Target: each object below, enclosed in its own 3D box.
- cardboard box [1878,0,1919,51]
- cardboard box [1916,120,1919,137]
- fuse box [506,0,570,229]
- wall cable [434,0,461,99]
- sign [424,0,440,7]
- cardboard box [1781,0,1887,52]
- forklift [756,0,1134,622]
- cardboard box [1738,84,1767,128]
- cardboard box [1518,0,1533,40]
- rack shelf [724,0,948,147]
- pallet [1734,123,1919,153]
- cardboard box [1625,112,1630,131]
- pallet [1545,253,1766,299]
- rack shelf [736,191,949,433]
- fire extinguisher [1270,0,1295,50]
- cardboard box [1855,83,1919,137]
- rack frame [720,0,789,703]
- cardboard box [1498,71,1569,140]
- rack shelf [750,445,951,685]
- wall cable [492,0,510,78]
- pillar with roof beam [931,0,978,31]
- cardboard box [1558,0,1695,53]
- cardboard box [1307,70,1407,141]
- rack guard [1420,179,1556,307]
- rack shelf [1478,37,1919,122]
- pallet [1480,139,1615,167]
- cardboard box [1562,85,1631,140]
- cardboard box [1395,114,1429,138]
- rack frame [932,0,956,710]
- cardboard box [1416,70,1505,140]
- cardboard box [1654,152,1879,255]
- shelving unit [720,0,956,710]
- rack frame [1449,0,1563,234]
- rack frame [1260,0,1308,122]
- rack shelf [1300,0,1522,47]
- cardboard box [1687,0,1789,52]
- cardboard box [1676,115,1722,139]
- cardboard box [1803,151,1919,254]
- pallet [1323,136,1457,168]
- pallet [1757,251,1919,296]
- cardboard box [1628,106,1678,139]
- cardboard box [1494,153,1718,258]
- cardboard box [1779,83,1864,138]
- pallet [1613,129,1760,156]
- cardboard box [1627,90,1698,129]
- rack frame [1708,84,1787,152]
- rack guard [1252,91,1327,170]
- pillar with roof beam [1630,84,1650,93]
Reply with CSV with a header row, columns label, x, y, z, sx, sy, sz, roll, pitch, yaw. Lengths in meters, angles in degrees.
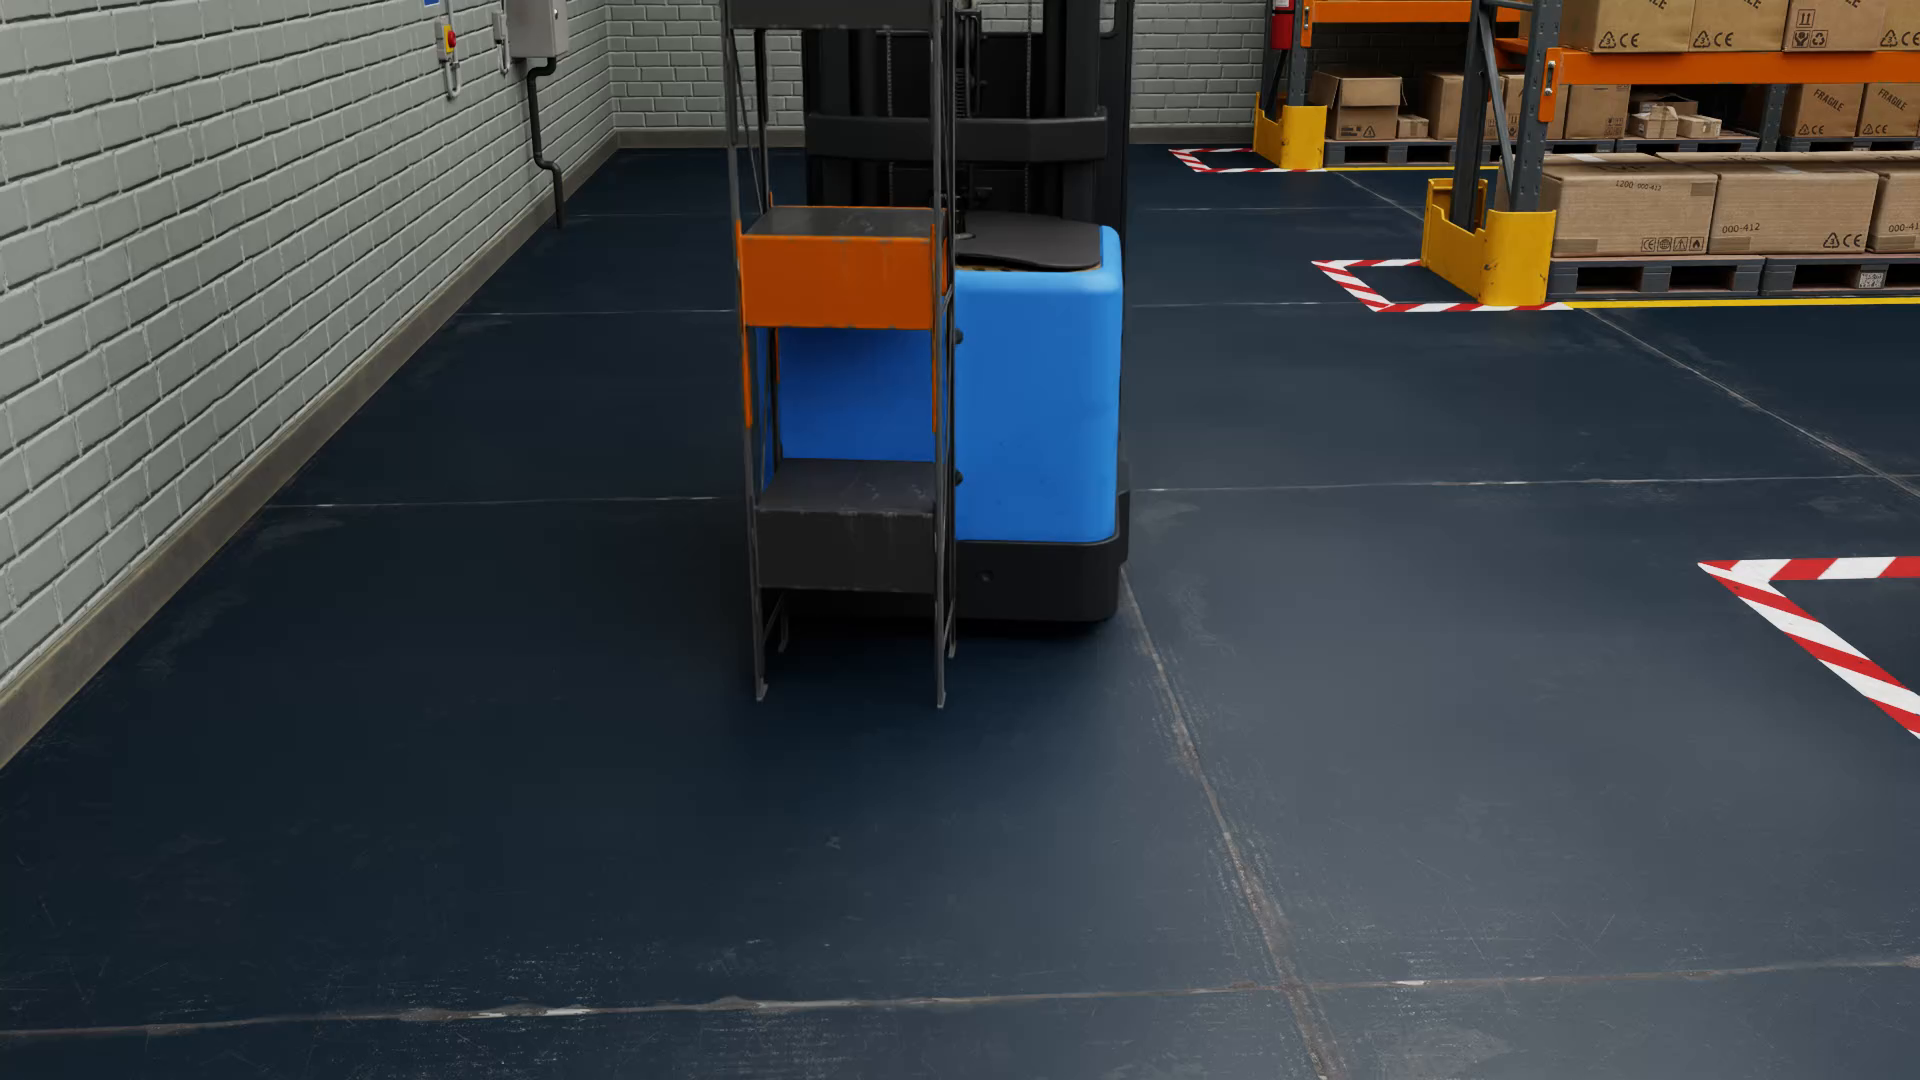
label,x,y,z,sx,sy,sz,roll,pitch,yaw
cardboard box,4.982,-2.857,8.768,0.500,0.500,0.500,0,21,-1
cardboard box,8.207,-3.687,14.013,0.500,0.500,0.500,-2,21,-5
fuse box,-2.627,-2.886,10.797,0.414,1.711,0.539,-1,21,-3
wall cable,-2.653,-3.229,8.414,0.123,1.953,0.585,-1,21,-3
sign,-2.711,-2.847,8.504,0.001,0.218,0.327,-1,21,-3
cardboard box,4.483,-2.841,8.726,0.500,0.500,0.500,-1,21,-3
forklift,0.041,-1.614,5.740,1.130,2.935,3.031,2,21,4
cardboard box,7.155,-3.850,14.439,0.500,0.500,0.500,-1,21,-3
cardboard box,3.442,-3.013,9.177,0.500,0.500,0.500,-1,21,-3
rack shelf,-0.282,-1.240,3.986,0.480,0.518,0.431,2,22,5
pallet,7.492,-3.433,14.342,1.213,0.211,1.003,-1,21,-3
cardboard box,5.576,-3.632,14.362,0.250,0.149,0.380,-1,21,-4
pallet,3.769,-1.603,9.534,1.213,0.211,1.003,-1,21,-3
rack shelf,-0.281,-0.590,4.247,0.480,0.518,0.431,2,22,5
fire extinguisher,2.568,-4.248,13.195,0.183,0.674,0.296,-1,21,-3
cardboard box,7.708,-3.679,13.991,0.500,0.500,0.500,-1,21,-4
rack frame,-0.524,-0.611,4.262,0.015,2.100,0.400,2,22,5
cardboard box,4.693,-3.611,13.812,0.500,0.500,0.500,-1,21,-2
rack shelf,-0.280,0.059,4.508,0.480,0.518,0.431,2,22,5
wall cable,-2.746,-3.718,9.742,0.122,1.984,0.588,-1,21,-3
pillar with roof beam,0.191,-6.165,9.167,0.400,9.000,9.100,-1,21,-3
cardboard box,3.471,-2.817,8.662,0.500,0.500,0.500,-1,21,-3
cardboard box,3.304,-3.634,13.867,0.637,0.503,0.797,-2,21,-5
rack guard,2.951,-1.693,9.366,0.348,0.500,1.175,-1,21,-3
rack shelf,4.972,-2.566,9.157,4.000,0.370,1.077,-1,21,-3
pallet,4.775,-3.364,14.160,1.213,0.211,1.003,-1,21,-3
cardboard box,5.196,-3.657,13.933,0.500,0.500,0.700,-2,21,-5
cardboard box,3.731,-3.463,13.917,0.250,0.149,0.380,-2,21,-5
rack frame,-0.038,-0.595,4.222,0.015,2.100,0.400,2,22,5
cardboard box,4.160,-3.636,13.877,0.500,0.500,0.700,0,21,-1
cardboard box,4.542,-1.931,9.489,0.875,0.438,0.875,-1,21,-2
shelving unit,-0.281,-0.603,4.242,0.503,2.100,0.431,2,22,5
rack frame,2.975,-2.862,8.923,0.127,3.000,1.000,-1,21,-3
rack frame,2.688,-4.625,13.554,0.127,3.000,1.000,-1,21,-3
rack shelf,4.685,-4.330,13.788,4.000,0.370,1.077,-1,21,-3
cardboard box,3.974,-2.837,8.715,0.500,0.500,0.500,-1,21,-4
cardboard box,6.142,-3.455,13.896,0.250,0.149,0.380,-2,21,-5
cardboard box,5.442,-1.949,9.535,0.875,0.438,0.875,-2,21,-5
pallet,3.560,-3.340,14.097,1.213,0.211,1.003,-1,21,-3
pallet,4.984,-1.627,9.597,1.213,0.211,1.003,-1,21,-3
cardboard box,5.786,-3.502,13.856,0.258,0.266,0.396,0,21,-1
cardboard box,3.628,-1.910,9.432,0.875,0.438,0.875,-2,21,-5
cardboard box,7.177,-3.664,13.953,0.500,0.500,0.500,0,21,-1
pallet,5.996,-3.390,14.227,1.213,0.211,1.003,-1,21,-3
cardboard box,6.009,-3.717,14.356,0.500,0.311,0.500,0,21,-1
rack frame,6.682,-4.706,13.767,0.127,3.000,1.000,-1,21,-3
rack guard,2.764,-3.459,14.002,0.348,0.500,1.175,-1,21,-3
pillar with roof beam,6.181,-6.287,9.487,0.400,9.000,9.100,-1,21,-3
